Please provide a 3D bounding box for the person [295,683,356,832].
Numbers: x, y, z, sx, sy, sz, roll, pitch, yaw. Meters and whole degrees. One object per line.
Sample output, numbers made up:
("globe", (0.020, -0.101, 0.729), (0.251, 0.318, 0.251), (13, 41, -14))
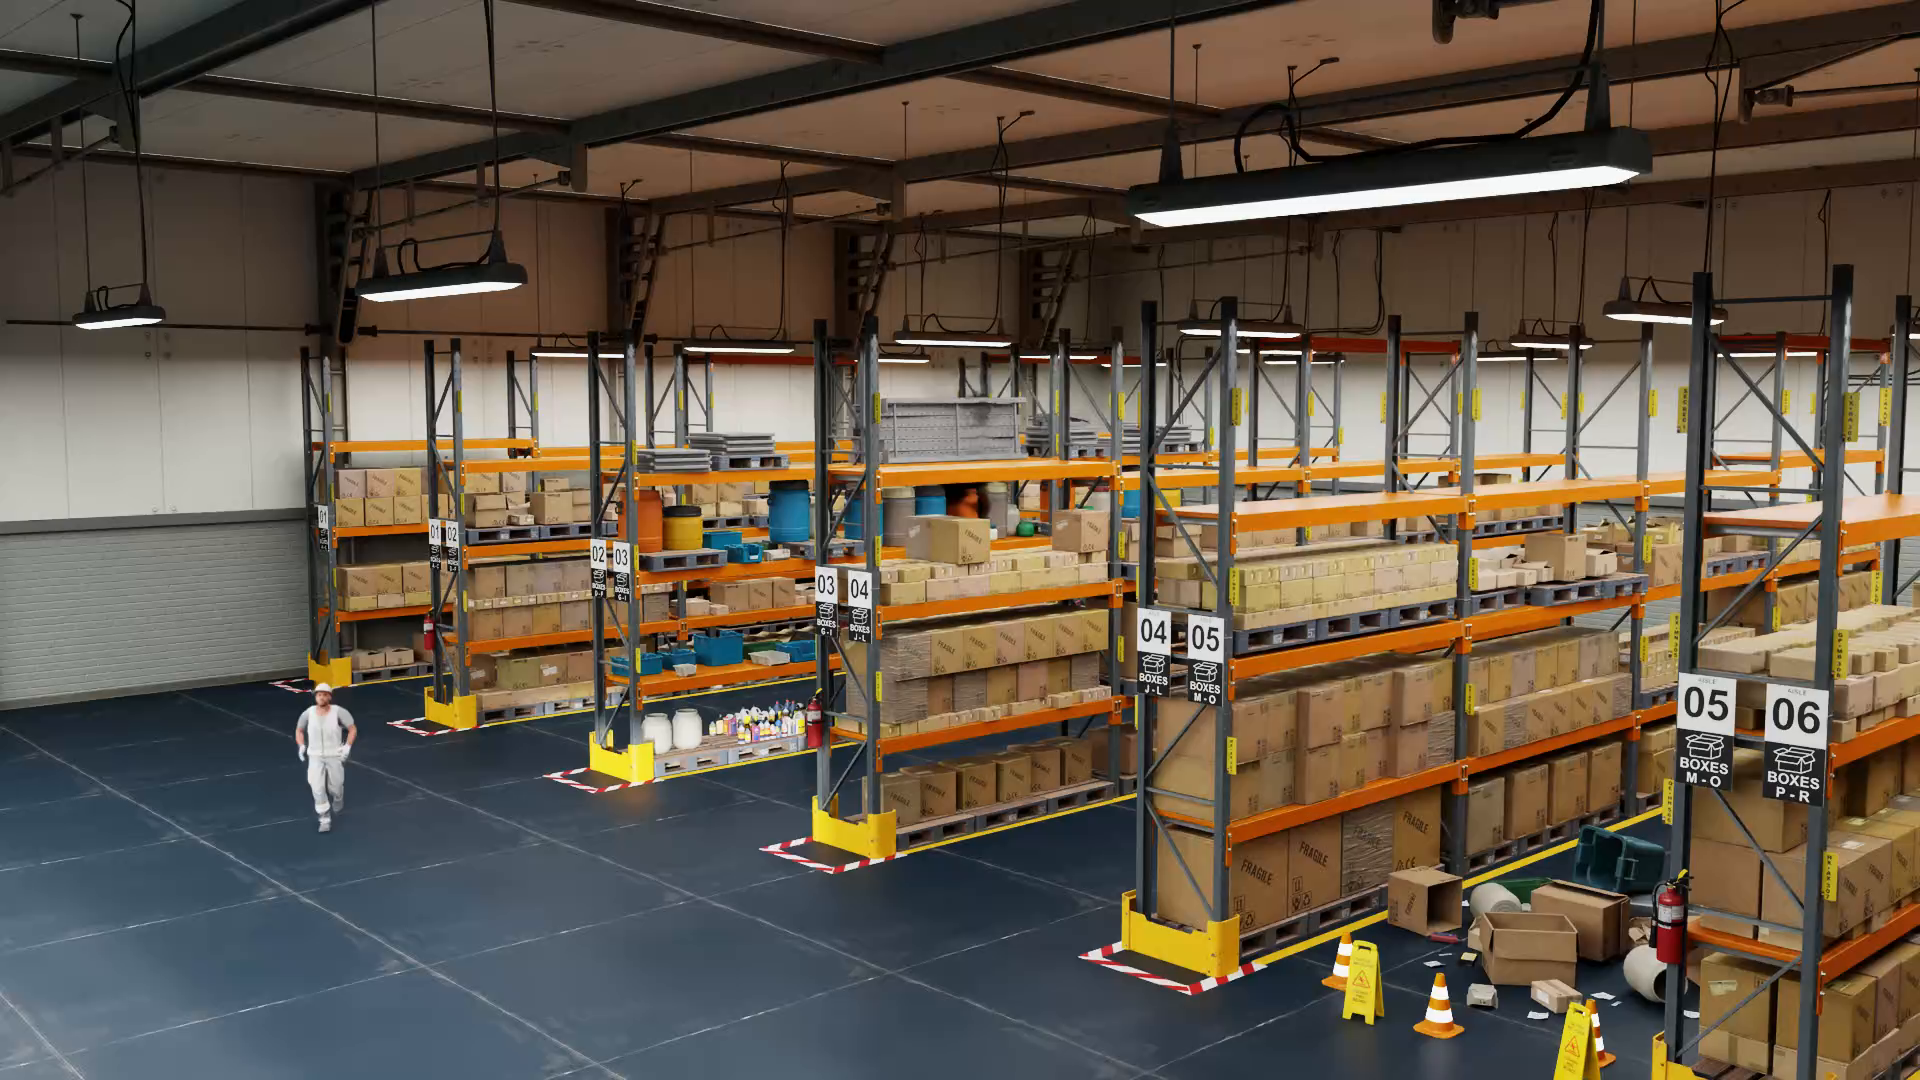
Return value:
("person", (-7.531, 2.556, 19.754), (0.698, 1.744, 0.706), (-1, 5, -13))
